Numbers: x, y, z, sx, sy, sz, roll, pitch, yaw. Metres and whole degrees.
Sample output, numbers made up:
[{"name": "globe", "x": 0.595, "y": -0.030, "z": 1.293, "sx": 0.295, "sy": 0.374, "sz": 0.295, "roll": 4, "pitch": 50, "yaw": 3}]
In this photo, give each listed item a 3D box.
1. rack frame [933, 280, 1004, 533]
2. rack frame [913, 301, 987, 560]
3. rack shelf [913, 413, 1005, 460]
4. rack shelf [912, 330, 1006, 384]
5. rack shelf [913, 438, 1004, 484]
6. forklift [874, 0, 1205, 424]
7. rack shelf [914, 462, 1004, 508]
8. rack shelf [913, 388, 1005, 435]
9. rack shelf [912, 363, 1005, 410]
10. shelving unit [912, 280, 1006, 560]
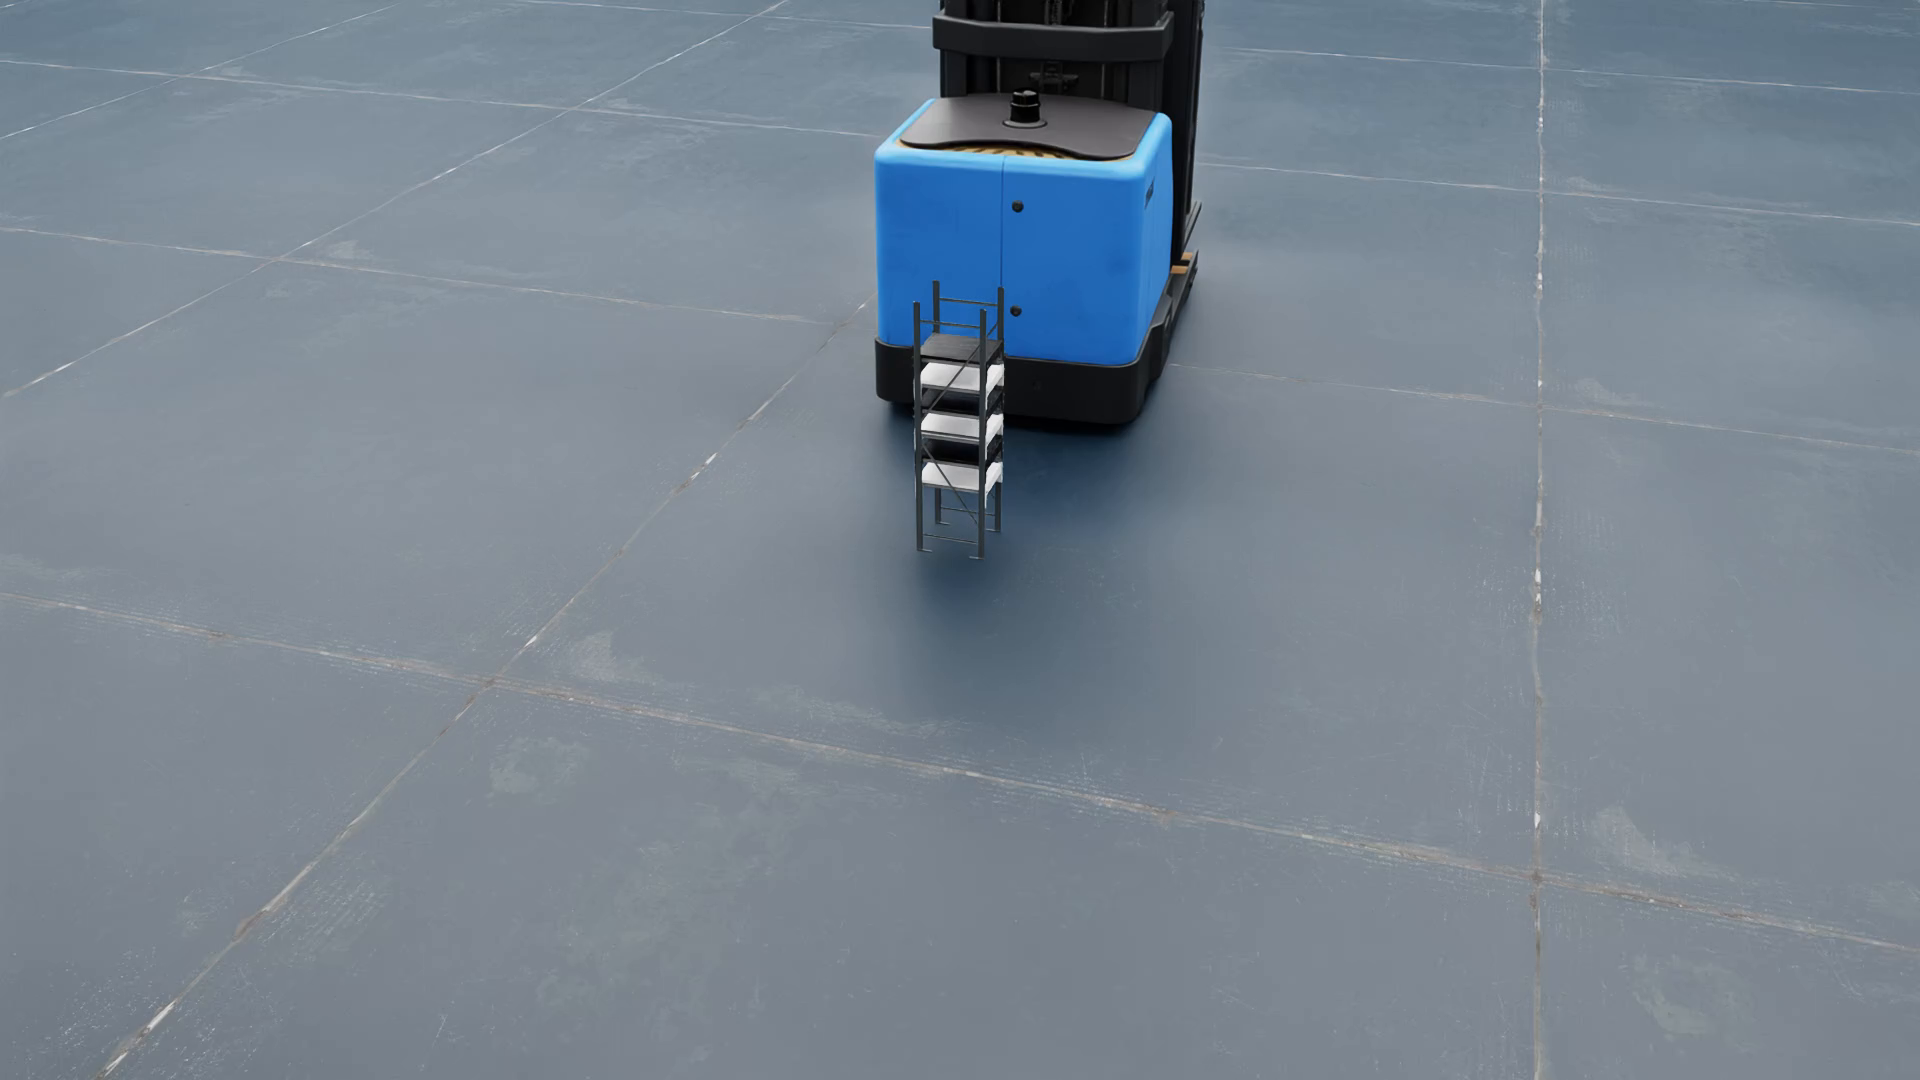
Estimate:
[{"name": "rack frame", "x": 0.027, "y": -0.437, "z": 5.609, "sx": 0.240, "sy": 0.900, "sz": 0.006, "roll": 8, "pitch": 30, "yaw": 15}, {"name": "rack frame", "x": -0.032, "y": -0.342, "z": 5.440, "sx": 0.240, "sy": 0.900, "sz": 0.006, "roll": 8, "pitch": 30, "yaw": 15}, {"name": "rack shelf", "x": -0.002, "y": -0.360, "z": 5.541, "sx": 0.258, "sy": 0.077, "sz": 0.200, "roll": 8, "pitch": 30, "yaw": 15}, {"name": "rack shelf", "x": -0.002, "y": -0.596, "z": 5.409, "sx": 0.258, "sy": 0.077, "sz": 0.200, "roll": 8, "pitch": 30, "yaw": 15}, {"name": "rack shelf", "x": -0.002, "y": -0.282, "z": 5.584, "sx": 0.258, "sy": 0.077, "sz": 0.200, "roll": 8, "pitch": 30, "yaw": 15}, {"name": "forklift", "x": 0.513, "y": -2.428, "z": 7.099, "sx": 1.130, "sy": 2.935, "sz": 3.031, "roll": 7, "pitch": 30, "yaw": 12}, {"name": "rack shelf", "x": -0.002, "y": -0.203, "z": 5.628, "sx": 0.258, "sy": 0.077, "sz": 0.200, "roll": 8, "pitch": 30, "yaw": 15}, {"name": "rack shelf", "x": -0.002, "y": -0.439, "z": 5.497, "sx": 0.258, "sy": 0.077, "sz": 0.200, "roll": 8, "pitch": 30, "yaw": 15}, {"name": "rack shelf", "x": -0.002, "y": -0.518, "z": 5.453, "sx": 0.258, "sy": 0.077, "sz": 0.200, "roll": 8, "pitch": 30, "yaw": 15}, {"name": "shelving unit", "x": -0.002, "y": -0.389, "z": 5.524, "sx": 0.258, "sy": 0.900, "sz": 0.210, "roll": 8, "pitch": 30, "yaw": 15}]
